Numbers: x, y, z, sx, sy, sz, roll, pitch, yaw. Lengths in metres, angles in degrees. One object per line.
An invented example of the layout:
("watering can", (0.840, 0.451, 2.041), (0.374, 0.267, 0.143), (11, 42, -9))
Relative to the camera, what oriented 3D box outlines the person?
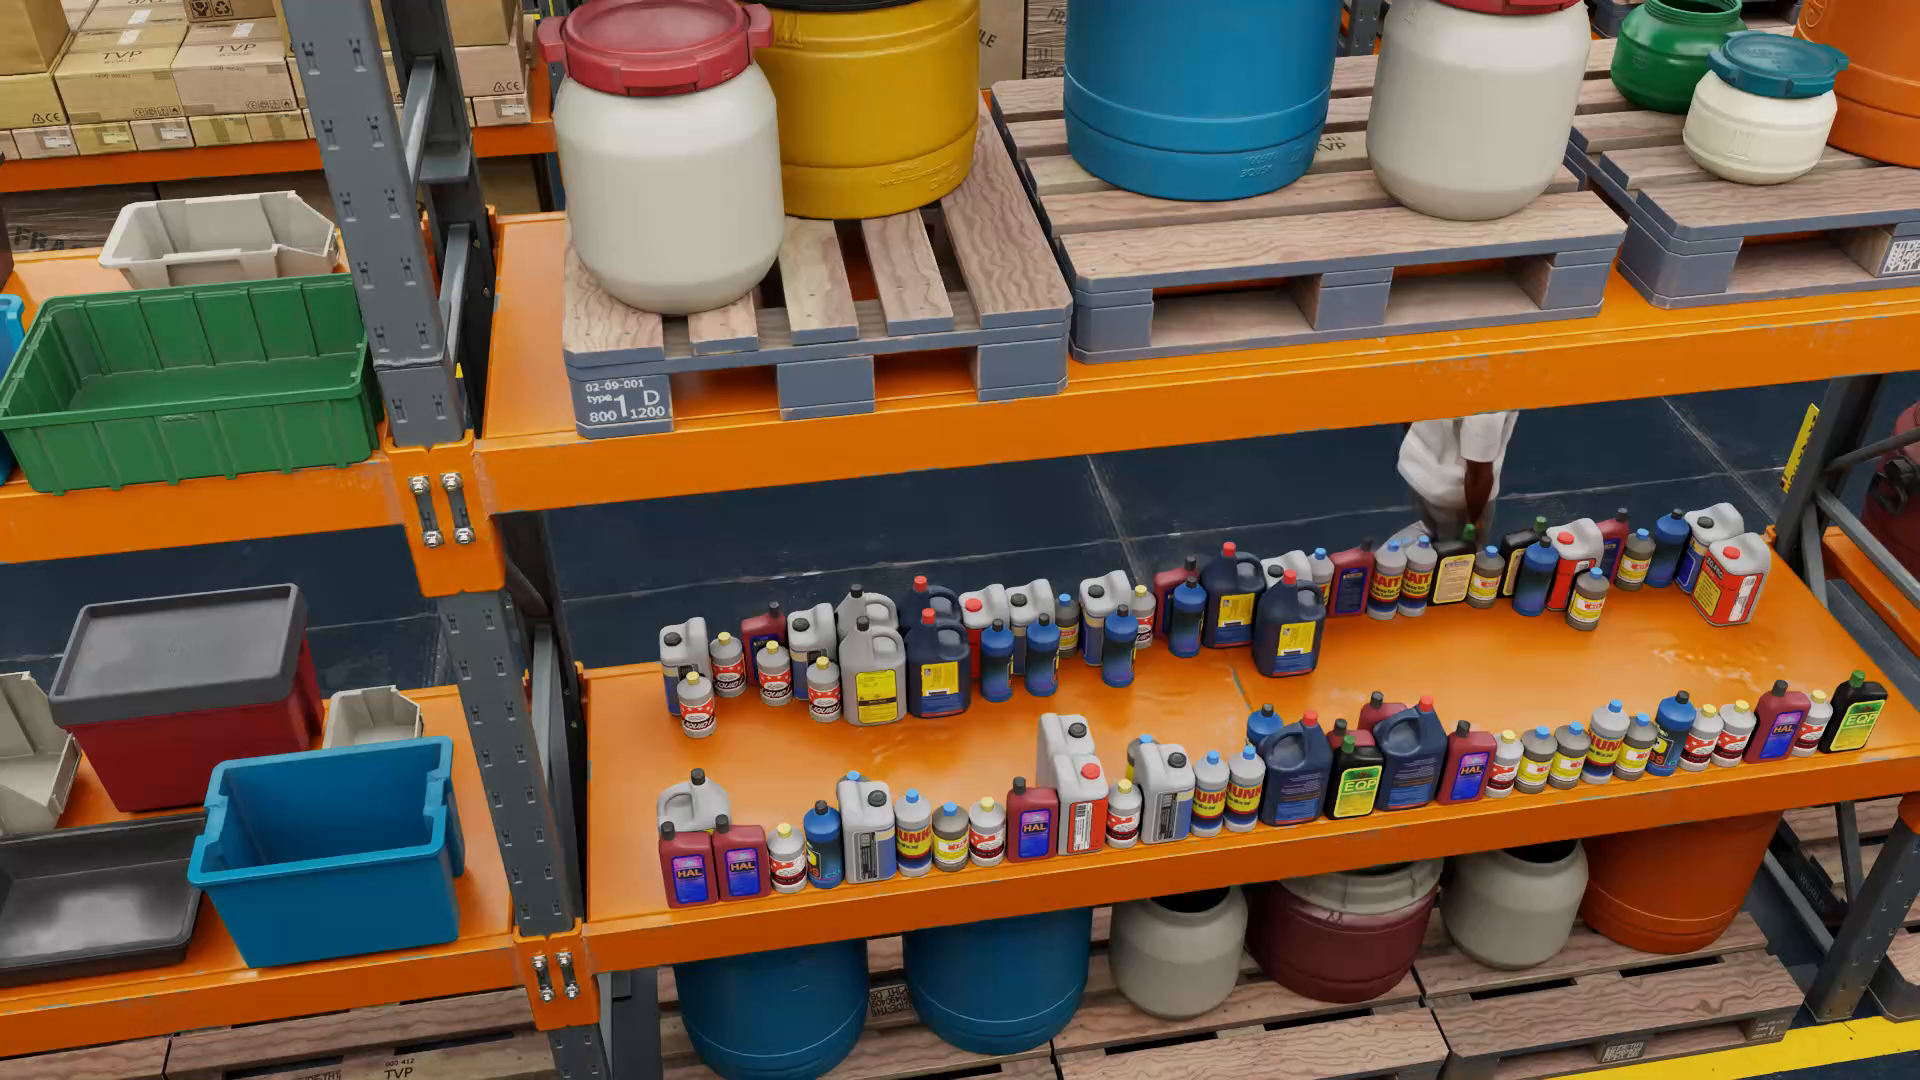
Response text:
("person", (1.849, -0.232, 6.385), (0.602, 1.755, 0.571), (-11, 40, -14))
